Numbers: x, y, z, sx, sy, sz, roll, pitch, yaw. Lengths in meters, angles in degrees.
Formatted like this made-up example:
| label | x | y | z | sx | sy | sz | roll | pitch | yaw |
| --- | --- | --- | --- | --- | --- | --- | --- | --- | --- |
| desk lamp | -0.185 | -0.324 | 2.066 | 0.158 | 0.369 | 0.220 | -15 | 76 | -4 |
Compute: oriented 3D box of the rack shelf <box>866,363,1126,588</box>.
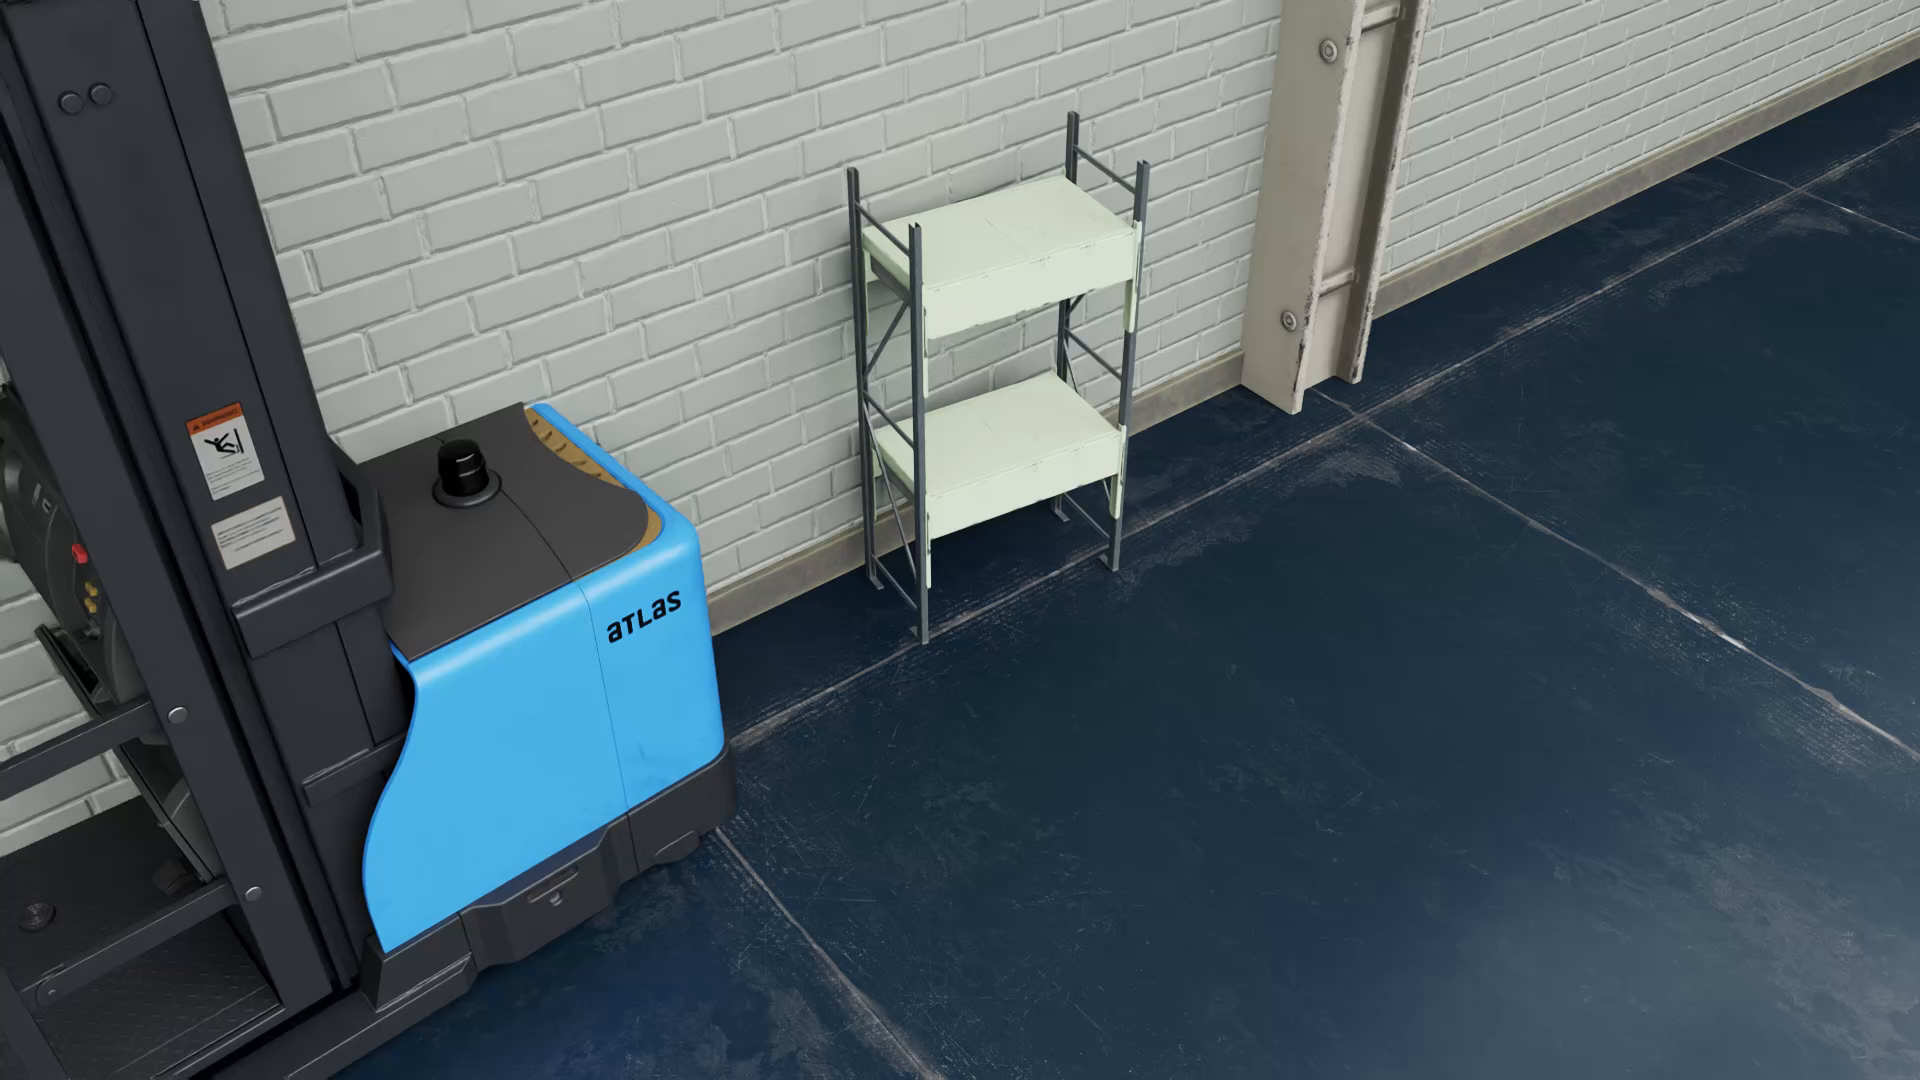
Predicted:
| label | x | y | z | sx | sy | sz | roll | pitch | yaw |
| --- | --- | --- | --- | --- | --- | --- | --- | --- | --- |
| rack shelf | 0.109 | -0.217 | 5.346 | 0.720 | 0.370 | 0.431 | -20 | 43 | -22 |

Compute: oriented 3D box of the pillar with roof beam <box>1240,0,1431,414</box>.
| label | x | y | z | sx | sy | sz | roll | pitch | yaw |
| --- | --- | --- | --- | --- | --- | --- | --- | --- | --- |
| pillar with roof beam | 3.949 | -1.944 | 1.024 | 0.400 | 9.000 | 9.100 | -26 | 46 | -28 |

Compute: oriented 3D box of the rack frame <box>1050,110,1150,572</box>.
| label | x | y | z | sx | sy | sz | roll | pitch | yaw |
| --- | --- | --- | --- | --- | --- | --- | --- | --- | --- |
| rack frame | 0.427 | -0.583 | 5.279 | 0.023 | 1.500 | 0.400 | -20 | 43 | -22 |

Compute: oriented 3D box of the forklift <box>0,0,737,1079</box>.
| label | x | y | z | sx | sy | sz | roll | pitch | yaw |
| --- | --- | --- | --- | --- | --- | --- | --- | --- | --- |
| forklift | -2.073 | 0.059 | 3.367 | 3.031 | 2.935 | 1.130 | -29 | 48 | -31 |

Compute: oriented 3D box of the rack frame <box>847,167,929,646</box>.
| label | x | y | z | sx | sy | sz | roll | pitch | yaw |
| --- | --- | --- | --- | --- | --- | --- | --- | --- | --- |
| rack frame | -0.209 | -0.354 | 4.999 | 0.023 | 1.500 | 0.400 | -20 | 43 | -22 |

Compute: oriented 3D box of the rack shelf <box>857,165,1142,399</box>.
| label | x | y | z | sx | sy | sz | roll | pitch | yaw |
| --- | --- | --- | --- | --- | --- | --- | --- | --- | --- |
| rack shelf | 0.109 | -0.770 | 4.891 | 0.720 | 0.370 | 0.431 | -20 | 43 | -22 |

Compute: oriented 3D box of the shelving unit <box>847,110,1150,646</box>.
| label | x | y | z | sx | sy | sz | roll | pitch | yaw |
| --- | --- | --- | --- | --- | --- | --- | --- | --- | --- |
| shelving unit | 0.109 | -0.469 | 5.139 | 0.755 | 1.500 | 0.431 | -20 | 43 | -22 |
